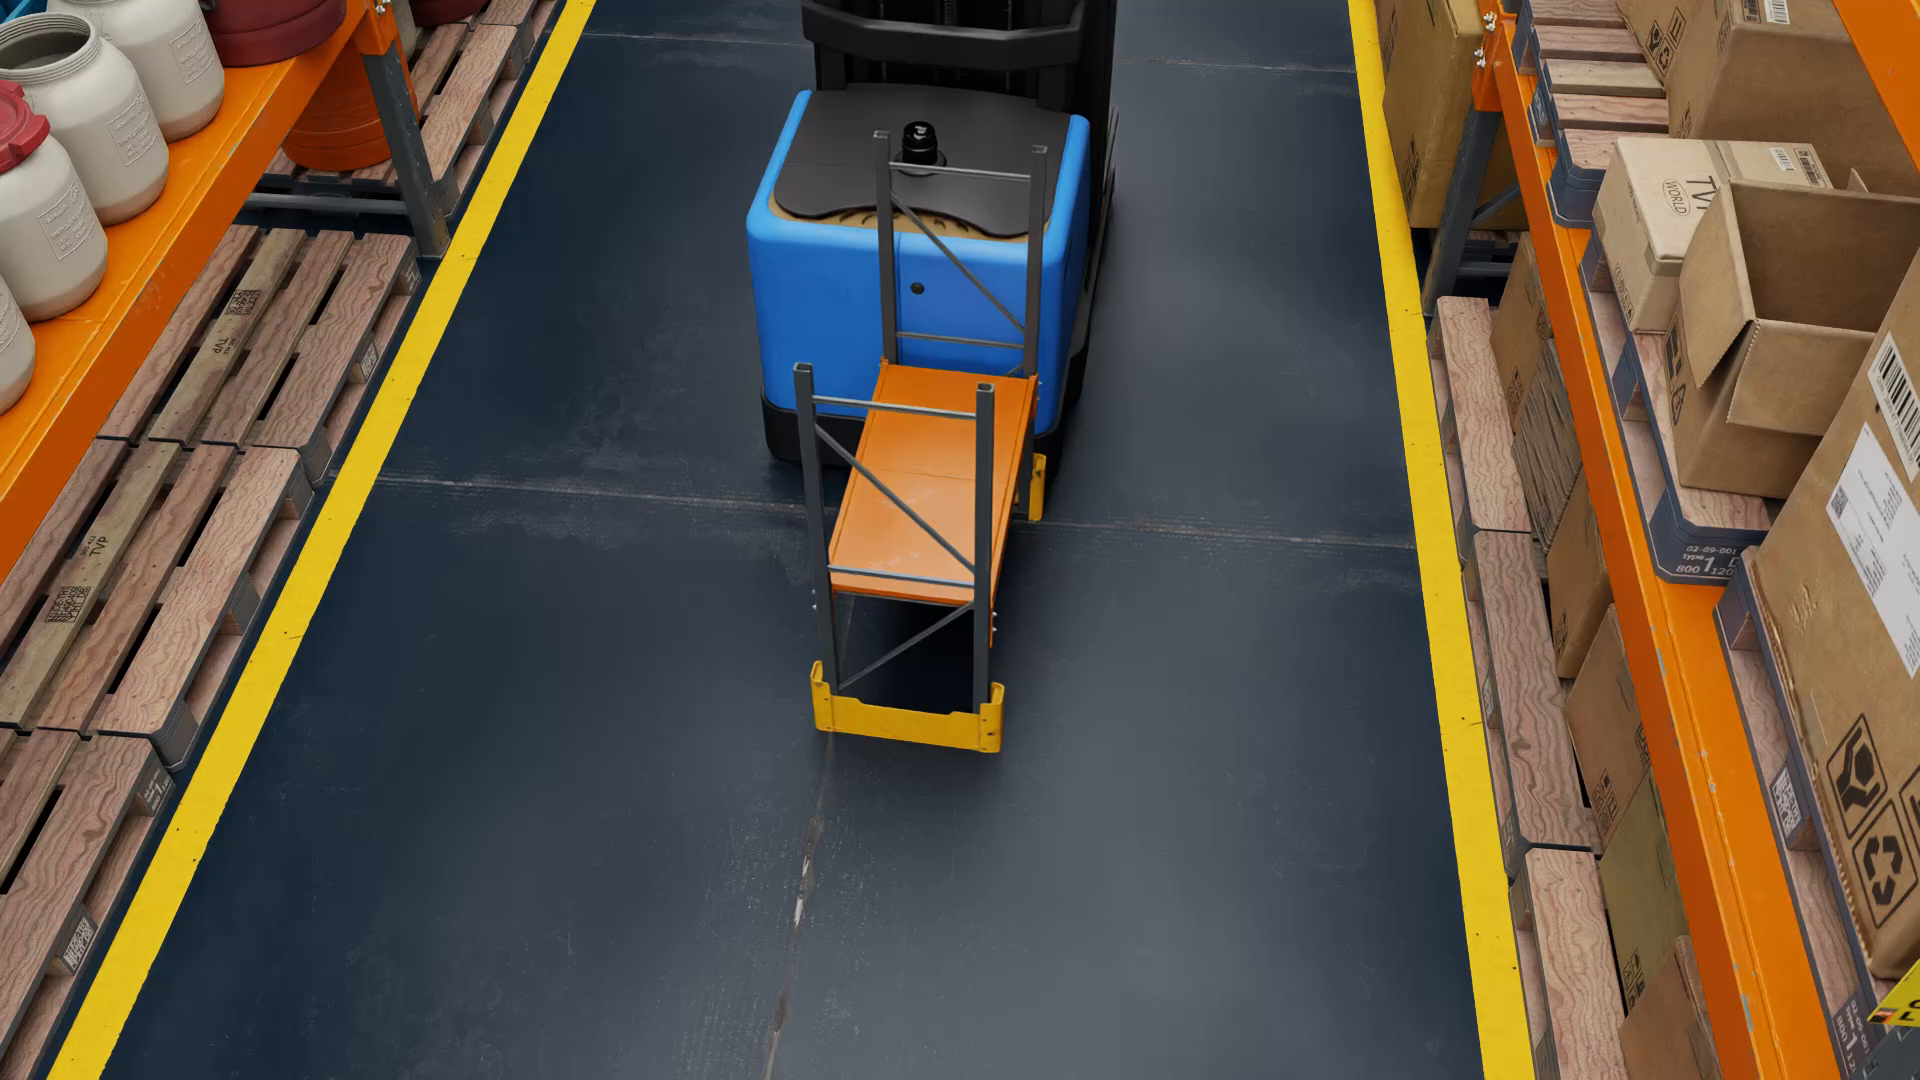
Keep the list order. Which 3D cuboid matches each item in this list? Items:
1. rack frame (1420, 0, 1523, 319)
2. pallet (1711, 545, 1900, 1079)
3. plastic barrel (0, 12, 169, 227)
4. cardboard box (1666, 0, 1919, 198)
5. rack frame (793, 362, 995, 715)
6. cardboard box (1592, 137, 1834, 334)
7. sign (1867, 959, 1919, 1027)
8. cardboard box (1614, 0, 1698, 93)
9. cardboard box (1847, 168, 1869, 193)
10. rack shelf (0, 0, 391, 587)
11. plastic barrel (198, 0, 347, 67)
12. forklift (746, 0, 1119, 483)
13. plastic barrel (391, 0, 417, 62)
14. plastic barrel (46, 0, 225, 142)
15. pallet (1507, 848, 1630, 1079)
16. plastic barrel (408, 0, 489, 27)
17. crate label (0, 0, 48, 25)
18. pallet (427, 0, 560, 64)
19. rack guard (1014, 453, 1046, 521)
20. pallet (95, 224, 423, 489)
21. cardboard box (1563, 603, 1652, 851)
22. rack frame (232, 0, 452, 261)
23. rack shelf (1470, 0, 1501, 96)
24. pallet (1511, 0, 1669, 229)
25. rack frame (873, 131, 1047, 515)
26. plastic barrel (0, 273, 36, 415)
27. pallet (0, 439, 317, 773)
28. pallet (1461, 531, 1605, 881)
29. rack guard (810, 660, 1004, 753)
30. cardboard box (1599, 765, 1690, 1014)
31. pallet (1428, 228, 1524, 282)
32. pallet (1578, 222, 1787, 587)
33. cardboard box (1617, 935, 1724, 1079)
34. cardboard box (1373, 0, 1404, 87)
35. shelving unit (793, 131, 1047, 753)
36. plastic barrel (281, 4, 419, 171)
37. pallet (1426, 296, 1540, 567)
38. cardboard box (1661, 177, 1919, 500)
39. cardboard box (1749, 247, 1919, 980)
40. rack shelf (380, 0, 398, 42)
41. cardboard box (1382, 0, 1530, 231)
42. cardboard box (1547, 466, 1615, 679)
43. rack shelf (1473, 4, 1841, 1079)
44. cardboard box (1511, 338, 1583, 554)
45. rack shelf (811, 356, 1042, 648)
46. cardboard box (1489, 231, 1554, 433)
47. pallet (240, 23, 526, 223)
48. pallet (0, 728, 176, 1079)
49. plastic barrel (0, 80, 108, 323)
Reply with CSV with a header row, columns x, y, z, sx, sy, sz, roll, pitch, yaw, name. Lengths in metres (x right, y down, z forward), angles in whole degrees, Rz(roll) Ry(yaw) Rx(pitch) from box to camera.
x,y,z,sx,sy,sz,roll,pitch,yaw,name
2.327,-1.899,5.454,1.000,3.000,0.127,4,48,4,rack frame
2.177,0.553,3.341,1.003,0.211,1.213,4,48,4,pallet
-2.525,-1.190,4.730,0.421,0.512,0.421,0,48,0,plastic barrel
2.366,-1.258,4.515,0.700,0.500,0.500,10,48,9,cardboard box
-0.163,0.106,4.637,0.500,1.500,0.032,7,48,6,rack frame
1.945,-0.774,4.242,0.500,0.250,0.500,3,48,2,cardboard box
1.409,0.615,2.370,0.100,0.325,0.005,4,48,4,sign
2.317,-1.675,4.897,0.500,0.500,0.500,-1,48,-1,cardboard box
2.444,-0.752,4.211,0.396,0.266,0.258,3,48,2,cardboard box
-2.788,-0.519,4.680,1.077,0.370,4.000,4,48,4,rack shelf
-2.346,-1.916,5.378,0.600,0.536,0.708,4,48,4,plastic barrel
0.051,-2.276,5.846,1.130,2.935,3.031,7,48,6,forklift
-2.616,-2.316,7.236,0.421,0.512,0.421,0,48,0,plastic barrel
-2.487,-1.499,5.013,0.421,0.512,0.421,0,48,0,plastic barrel
2.032,1.409,4.318,1.003,0.211,1.213,4,48,4,pallet
-2.475,-2.750,7.582,0.600,0.588,0.708,4,48,4,plastic barrel
-2.965,-1.532,5.094,0.502,0.435,0.616,4,48,4,crate label
-2.461,-2.767,8.138,1.003,0.211,1.213,4,48,4,pallet
0.000,-0.212,5.774,0.587,0.250,0.087,7,48,6,rack guard
-2.715,-0.724,6.269,1.003,0.211,1.213,4,48,4,pallet
2.152,0.526,4.632,0.700,0.500,0.500,0,48,0,cardboard box
-2.606,-2.232,5.759,1.000,3.000,0.127,4,48,4,rack frame
2.509,-3.126,7.064,1.077,0.370,4.000,4,48,4,rack shelf
2.368,-1.303,5.039,1.213,0.211,1.003,4,48,4,pallet
0.000,-0.635,5.314,0.500,1.500,0.032,7,48,6,rack frame
-2.598,-0.566,4.143,0.433,0.535,0.433,0,48,0,plastic barrel
-2.829,0.170,5.452,1.003,0.211,1.213,4,48,4,pallet
2.140,0.510,5.140,1.003,0.211,1.213,4,48,4,pallet
-0.160,0.514,5.111,0.587,0.250,0.087,7,48,6,rack guard
2.102,0.937,4.256,0.700,0.500,0.500,4,48,3,cardboard box
2.474,-1.532,7.008,1.003,0.211,1.213,4,48,4,pallet
2.187,-0.377,4.192,1.003,0.211,1.213,4,48,4,pallet
2.040,1.286,3.937,0.700,0.500,0.500,1,48,1,cardboard box
2.499,-2.484,7.144,1.225,0.875,0.875,4,48,4,cardboard box
-0.080,-0.271,4.981,0.587,1.500,1.083,7,48,6,shelving unit
-2.578,-2.002,6.734,0.600,0.830,0.708,4,48,4,plastic barrel
2.254,-0.384,5.958,1.003,0.211,1.213,4,48,4,pallet
2.028,-0.416,3.743,0.797,0.503,0.637,8,48,8,cardboard box
2.174,0.122,2.915,1.000,1.000,1.000,4,48,4,cardboard box
-2.423,-3.459,7.368,1.077,0.370,4.000,4,48,4,rack shelf
2.410,-1.829,6.545,1.225,0.875,0.875,2,48,2,cardboard box
2.203,0.116,5.007,0.700,0.500,0.500,7,48,7,cardboard box
2.144,-0.186,4.375,1.077,0.370,4.000,4,48,4,rack shelf
2.248,-0.301,5.389,0.700,0.500,0.500,0,48,0,cardboard box
-0.081,-0.143,5.108,0.538,0.185,1.000,7,48,6,rack shelf
2.286,-0.710,5.762,0.700,0.500,0.500,2,48,1,cardboard box
-2.575,-1.873,7.320,1.003,0.211,1.213,4,48,4,pallet
-2.937,1.069,4.629,1.003,0.211,1.213,4,48,4,pallet
-2.558,-0.884,4.433,0.433,0.535,0.433,0,48,0,plastic barrel
